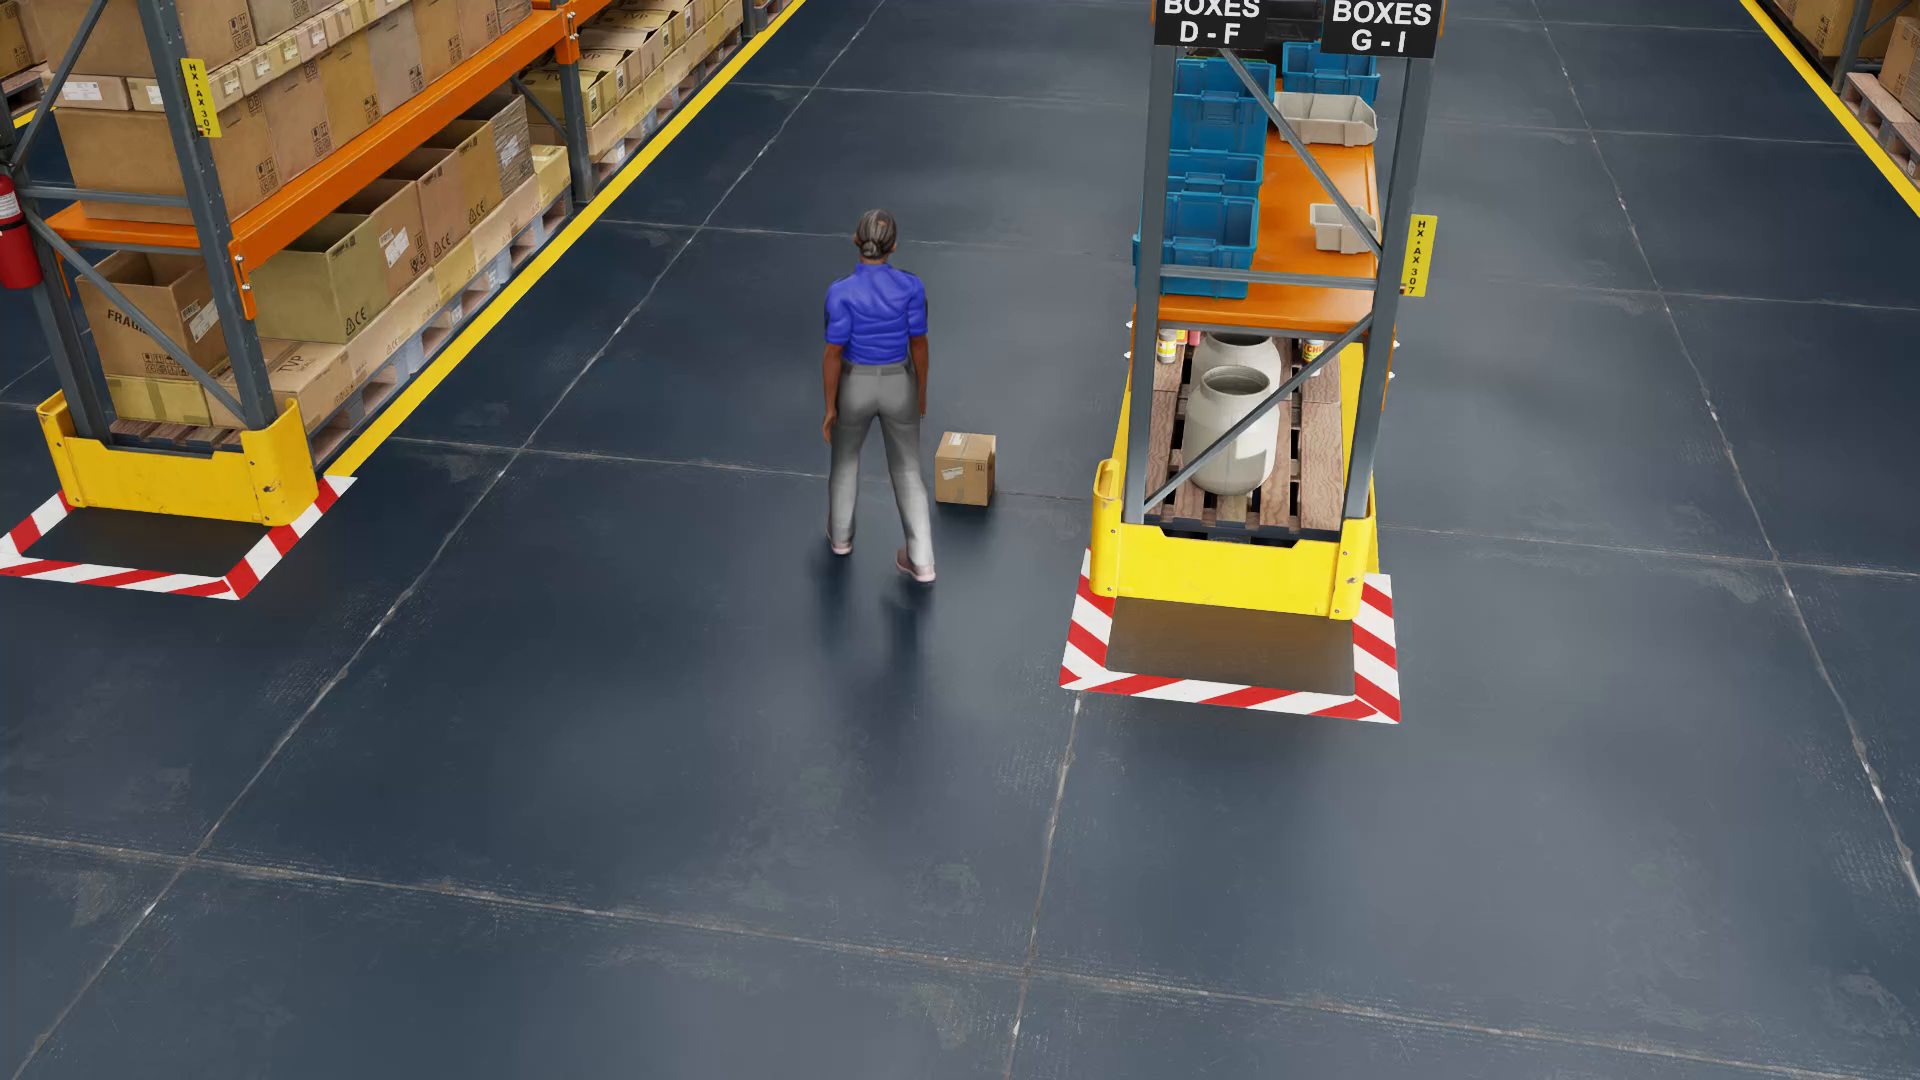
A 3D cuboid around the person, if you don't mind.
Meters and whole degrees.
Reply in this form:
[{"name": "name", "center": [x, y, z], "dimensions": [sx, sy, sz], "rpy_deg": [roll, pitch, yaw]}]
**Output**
[{"name": "person", "center": [-0.361, -0.611, 7.075], "dimensions": [0.477, 1.633, 0.679], "rpy_deg": [-5, 33, -8]}]
